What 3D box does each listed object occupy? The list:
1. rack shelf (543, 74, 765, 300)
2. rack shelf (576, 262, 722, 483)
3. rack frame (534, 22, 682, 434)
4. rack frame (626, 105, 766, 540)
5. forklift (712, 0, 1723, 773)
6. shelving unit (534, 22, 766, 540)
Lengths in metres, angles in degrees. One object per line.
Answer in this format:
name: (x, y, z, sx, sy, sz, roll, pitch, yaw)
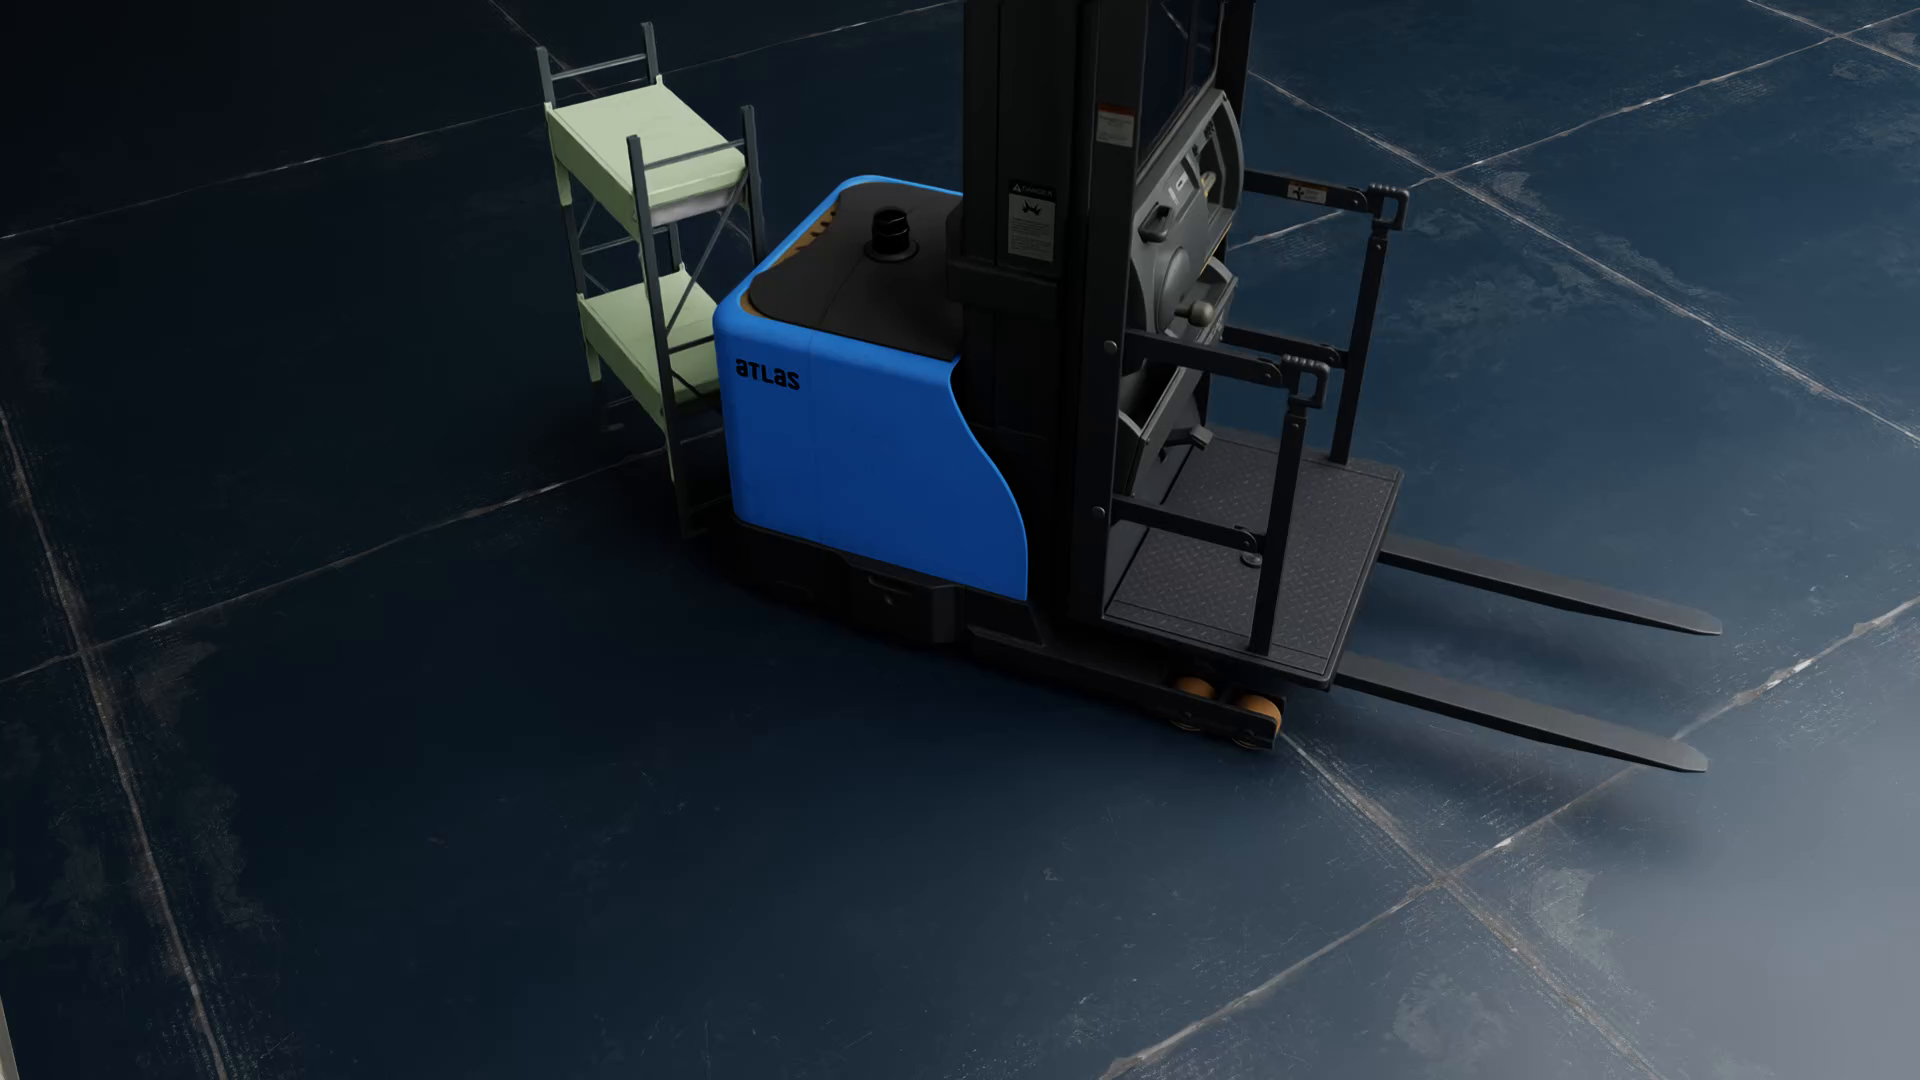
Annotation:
rack shelf: (-0.984, -1.149, 5.348, 0.431, 0.370, 0.720, -22, 45, -24)
rack shelf: (-0.984, -0.599, 5.807, 0.431, 0.370, 0.720, -22, 45, -24)
rack frame: (-1.179, -1.048, 5.836, 0.400, 1.500, 0.023, -22, 45, -24)
rack frame: (-0.790, -0.651, 5.360, 0.400, 1.500, 0.023, -22, 45, -24)
forklift: (0.815, -0.886, 4.524, 3.031, 2.935, 1.130, 15, 42, 18)
shelving unit: (-0.984, -0.850, 5.598, 0.431, 1.500, 0.755, -22, 45, -24)
